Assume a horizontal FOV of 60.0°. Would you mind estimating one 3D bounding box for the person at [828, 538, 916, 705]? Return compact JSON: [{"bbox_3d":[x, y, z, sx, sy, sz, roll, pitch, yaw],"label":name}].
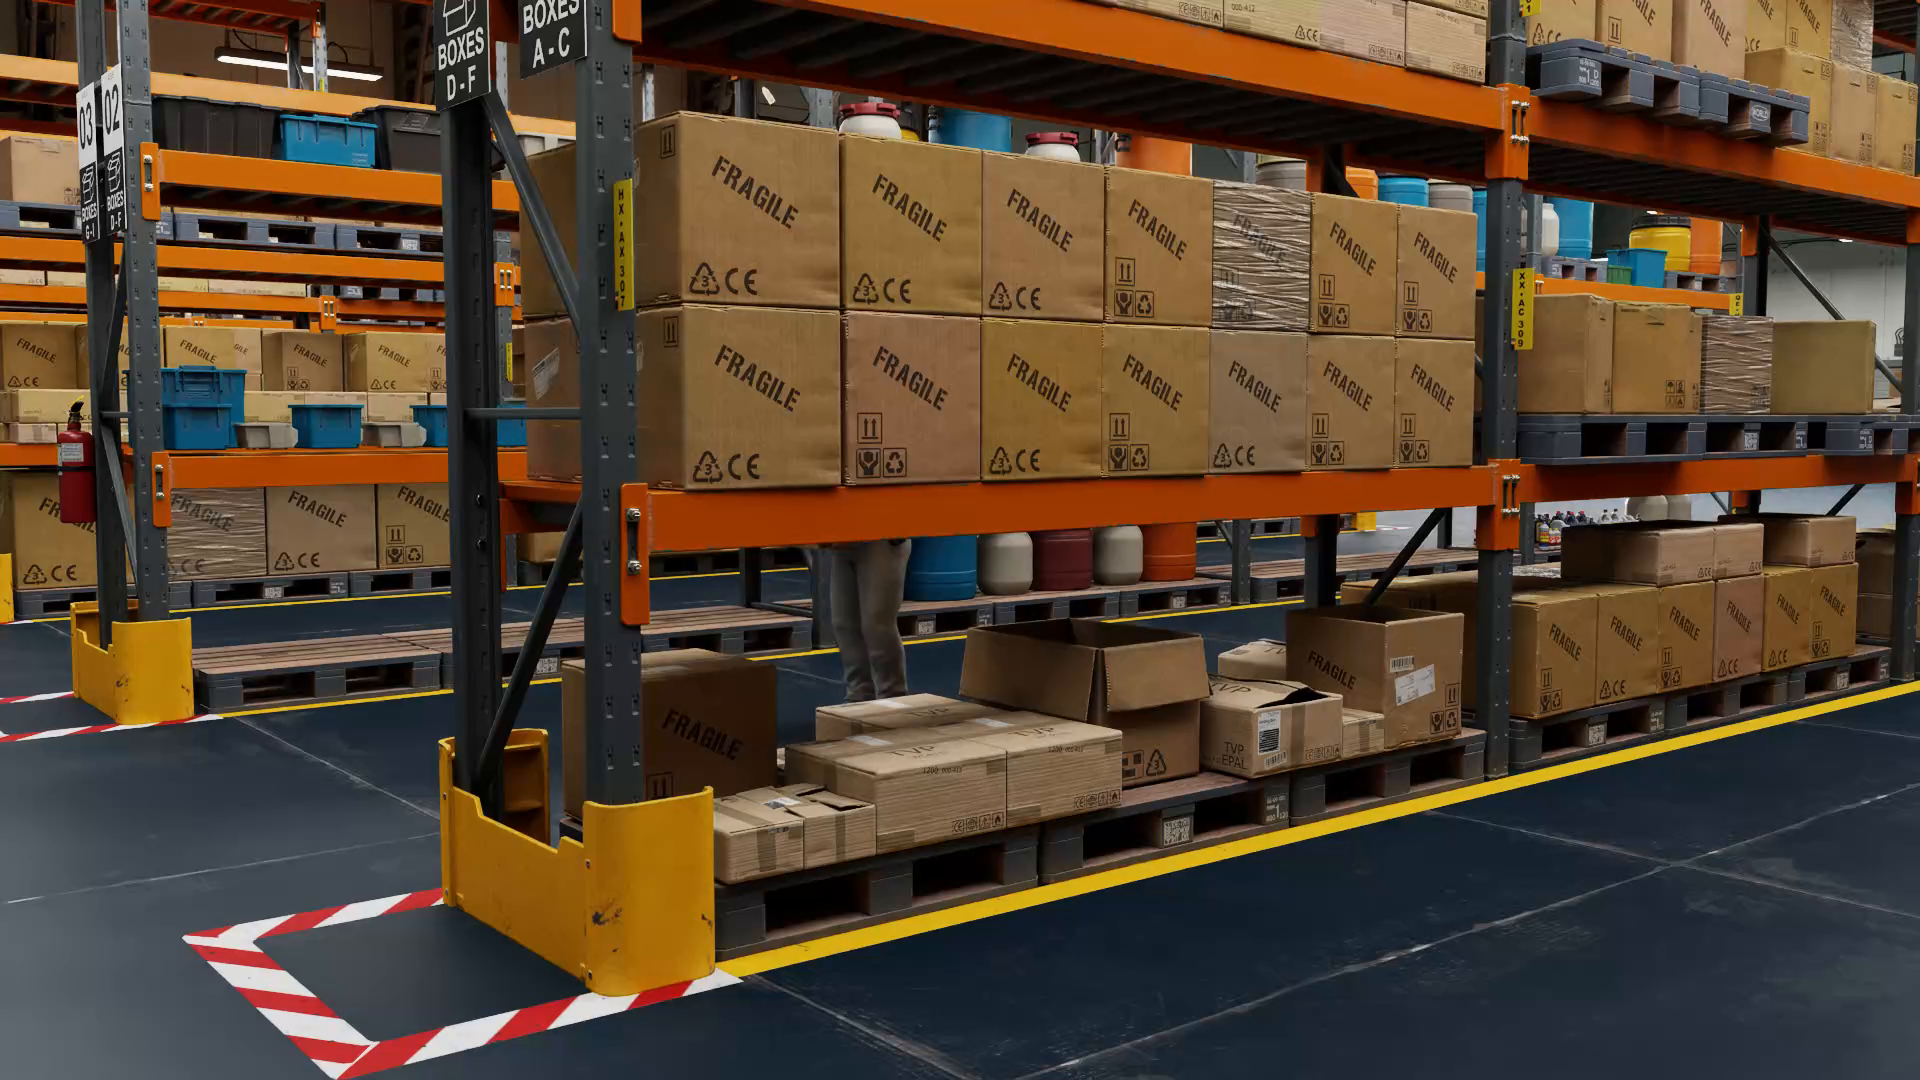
[{"bbox_3d":[-0.487,0.021,8.035,0.565,1.766,0.494,-3,5,-38],"label":"person"}]
